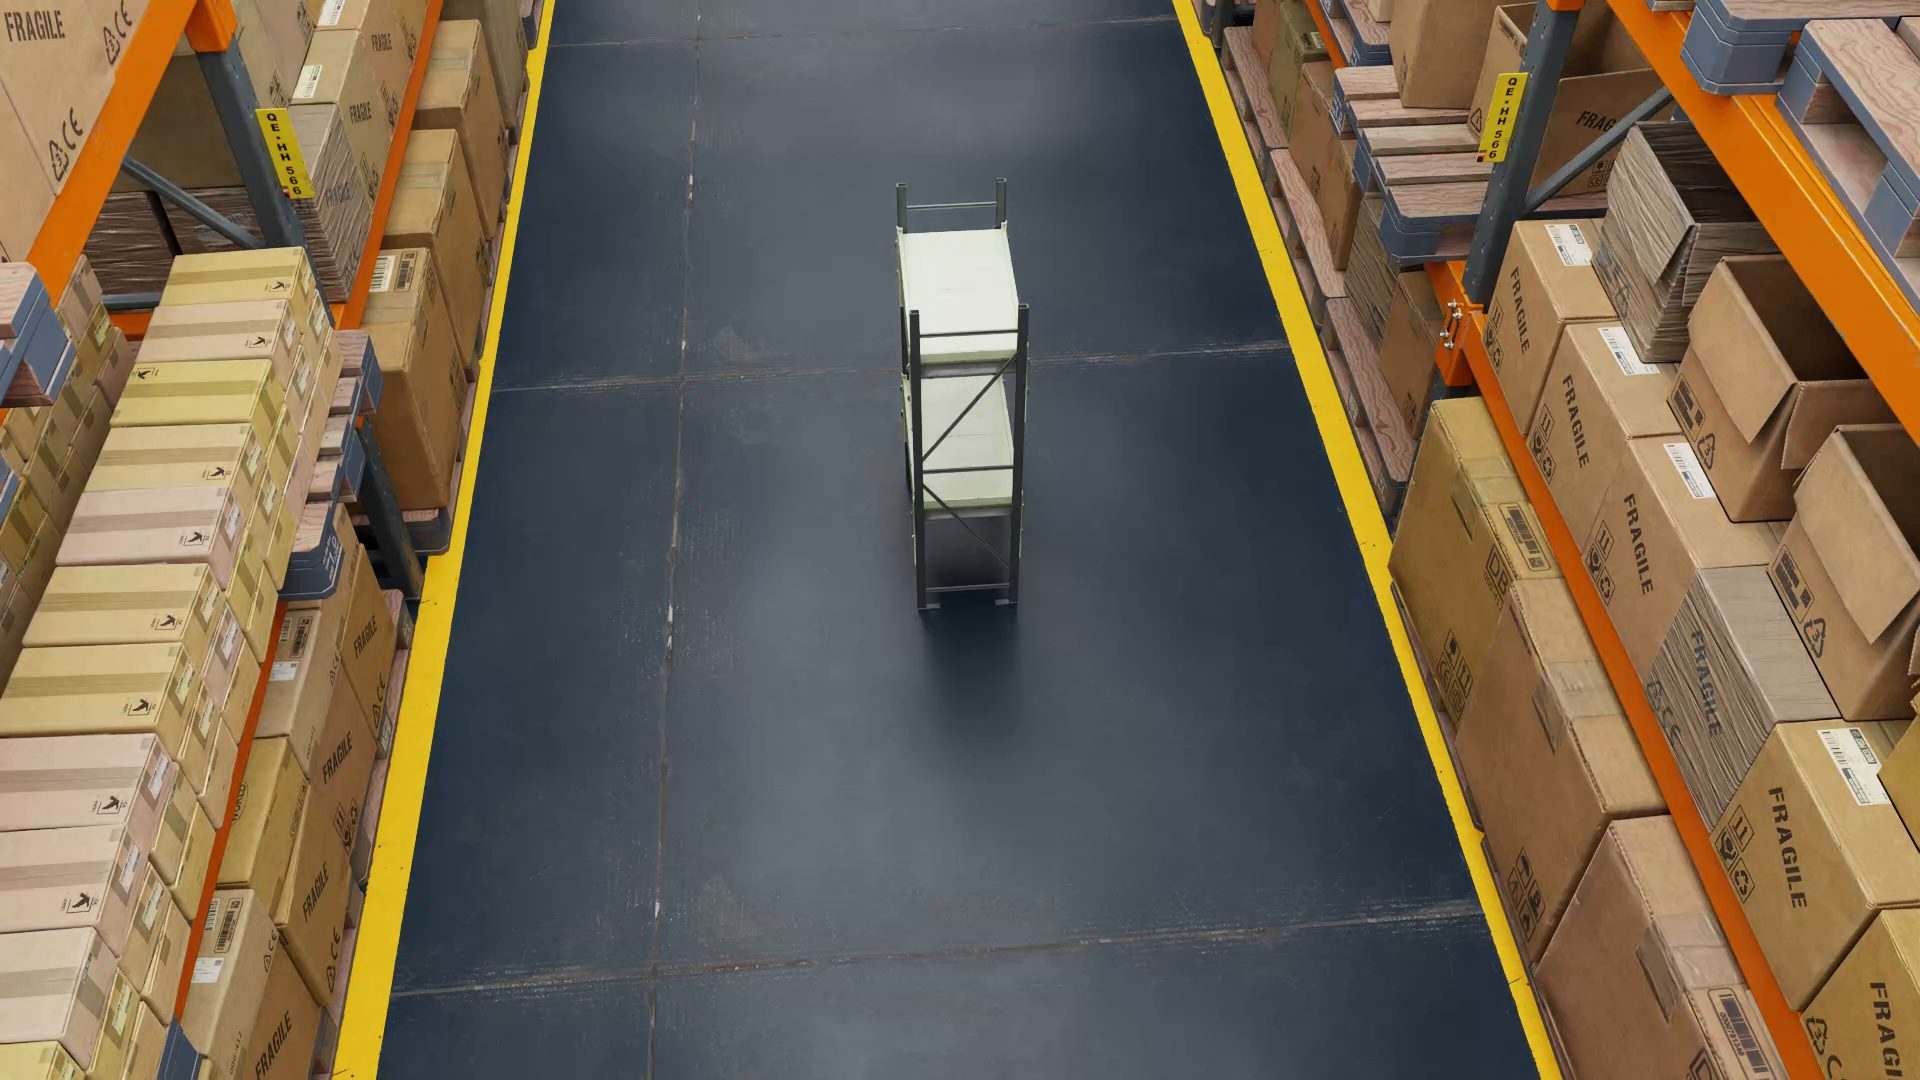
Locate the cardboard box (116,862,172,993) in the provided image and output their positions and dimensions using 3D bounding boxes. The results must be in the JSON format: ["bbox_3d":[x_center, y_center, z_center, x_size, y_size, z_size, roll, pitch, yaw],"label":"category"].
[{"bbox_3d":[-1.993,0.863,3.682,0.380,0.149,0.250,-2,47,-2],"label":"cardboard box"}]

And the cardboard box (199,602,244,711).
[{"bbox_3d":[-2.056,0.302,4.213,0.380,0.149,0.250,-2,47,-2],"label":"cardboard box"}]

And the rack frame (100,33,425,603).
[{"bbox_3d":[-2.661,-0.800,5.578,1.000,3.000,0.127,-3,47,-3],"label":"rack frame"}]

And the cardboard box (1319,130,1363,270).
[{"bbox_3d":[2.101,-1.614,7.768,0.700,0.500,0.500,0,47,0],"label":"cardboard box"}]

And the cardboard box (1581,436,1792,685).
[{"bbox_3d":[2.152,0.049,4.706,0.500,0.500,0.500,-4,47,-4],"label":"cardboard box"}]

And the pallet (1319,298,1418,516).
[{"bbox_3d":[2.226,-0.635,7.343,1.003,0.211,1.213,-3,47,-3],"label":"pallet"}]

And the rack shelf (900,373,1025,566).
[{"bbox_3d":[-0.001,-0.296,6.583,0.431,0.370,0.720,-3,47,-3],"label":"rack shelf"}]

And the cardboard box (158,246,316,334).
[{"bbox_3d":[-2.163,-0.736,4.992,0.380,0.149,0.250,-5,47,-5],"label":"cardboard box"}]

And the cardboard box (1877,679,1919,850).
[{"bbox_3d":[2.518,0.527,3.561,0.797,0.503,0.637,-3,47,-3],"label":"cardboard box"}]

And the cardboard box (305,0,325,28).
[{"bbox_3d":[-2.777,-2.241,6.185,0.700,0.500,0.500,-4,47,-4],"label":"cardboard box"}]

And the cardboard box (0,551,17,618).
[{"bbox_3d":[-2.729,0.153,4.354,0.380,0.149,0.250,-3,47,-3],"label":"cardboard box"}]

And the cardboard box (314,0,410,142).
[{"bbox_3d":[-2.516,-1.908,6.559,0.500,0.500,0.500,-4,47,-3],"label":"cardboard box"}]

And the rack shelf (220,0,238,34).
[{"bbox_3d":[-2.828,-3.031,6.121,1.077,0.370,4.000,-3,47,-3],"label":"rack shelf"}]

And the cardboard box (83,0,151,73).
[{"bbox_3d":[-2.360,-1.468,4.076,0.500,0.500,0.500,-3,47,-3],"label":"cardboard box"}]

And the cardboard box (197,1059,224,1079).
[{"bbox_3d":[-2.172,1.615,4.207,0.500,0.250,0.500,-2,47,-2],"label":"cardboard box"}]

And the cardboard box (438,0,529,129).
[{"bbox_3d":[-2.854,-2.621,8.564,1.050,0.750,0.750,-4,47,-3],"label":"cardboard box"}]

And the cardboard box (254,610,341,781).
[{"bbox_3d":[-2.289,0.501,5.262,0.500,0.250,0.500,-3,47,-3],"label":"cardboard box"}]

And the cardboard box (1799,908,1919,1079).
[{"bbox_3d":[2.279,1.151,3.662,0.500,0.500,0.500,-2,47,-2],"label":"cardboard box"}]

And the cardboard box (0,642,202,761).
[{"bbox_3d":[-2.036,0.388,3.927,0.380,0.149,0.250,-2,47,-2],"label":"cardboard box"}]

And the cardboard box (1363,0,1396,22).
[{"bbox_3d":[1.882,-2.317,6.818,0.396,0.266,0.258,-5,47,-4],"label":"cardboard box"}]

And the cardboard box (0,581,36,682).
[{"bbox_3d":[-2.730,0.255,4.463,0.380,0.149,0.250,-2,47,-2],"label":"cardboard box"}]

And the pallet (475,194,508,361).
[{"bbox_3d":[-2.751,-1.297,7.969,1.003,0.211,1.213,-3,47,-3],"label":"pallet"}]

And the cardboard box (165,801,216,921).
[{"bbox_3d":[-2.015,0.778,3.967,0.380,0.149,0.250,-4,47,-4],"label":"cardboard box"}]

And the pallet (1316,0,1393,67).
[{"bbox_3d":[2.084,-2.392,7.218,1.003,0.211,1.213,-3,47,-3],"label":"pallet"}]

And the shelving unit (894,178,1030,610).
[{"bbox_3d":[-0.001,-0.521,6.347,0.431,1.500,0.755,-3,47,-3],"label":"shelving unit"}]

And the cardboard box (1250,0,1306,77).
[{"bbox_3d":[1.985,-2.769,8.861,0.700,0.500,0.500,-7,47,-6],"label":"cardboard box"}]

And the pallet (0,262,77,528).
[{"bbox_3d":[-2.361,-0.076,2.956,1.213,0.211,1.003,-3,47,-3],"label":"pallet"}]

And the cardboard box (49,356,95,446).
[{"bbox_3d":[-2.796,-0.402,4.881,0.380,0.149,0.250,-1,47,-1],"label":"cardboard box"}]

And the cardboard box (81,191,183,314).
[{"bbox_3d":[-2.966,-1.144,5.835,0.500,0.500,0.500,-3,47,-3],"label":"cardboard box"}]

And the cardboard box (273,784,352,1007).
[{"bbox_3d":[-2.245,1.133,5.180,0.500,0.500,0.500,-5,47,-5],"label":"cardboard box"}]

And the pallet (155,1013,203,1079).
[{"bbox_3d":[-2.245,1.598,3.439,1.003,0.211,1.213,-3,47,-3],"label":"pallet"}]

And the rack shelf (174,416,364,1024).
[{"bbox_3d":[-2.493,0.894,4.469,1.077,0.370,4.000,-3,47,-3],"label":"rack shelf"}]

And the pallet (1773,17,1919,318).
[{"bbox_3d":[2.494,-0.724,3.570,1.003,0.211,1.213,-2,47,-1],"label":"pallet"}]

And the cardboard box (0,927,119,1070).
[{"bbox_3d":[-1.967,0.950,3.394,0.380,0.149,0.250,-4,47,-4],"label":"cardboard box"}]

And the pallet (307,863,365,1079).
[{"bbox_3d":[-2.498,1.605,5.221,1.003,0.211,1.213,-3,47,-3],"label":"pallet"}]

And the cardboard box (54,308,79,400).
[{"bbox_3d":[-2.790,-0.522,4.789,0.380,0.149,0.250,-5,47,-4],"label":"cardboard box"}]

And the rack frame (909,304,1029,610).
[{"bbox_3d":[0.030,-0.256,6.096,0.400,1.500,0.023,-3,47,-3],"label":"rack frame"}]

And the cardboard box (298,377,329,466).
[{"bbox_3d":[-2.142,-0.350,5.035,0.380,0.149,0.250,-4,47,-3],"label":"cardboard box"}]

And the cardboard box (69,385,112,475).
[{"bbox_3d":[-2.802,-0.328,5.015,0.380,0.149,0.250,-1,47,-1],"label":"cardboard box"}]

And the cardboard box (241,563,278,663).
[{"bbox_3d":[-2.079,0.212,4.504,0.380,0.149,0.250,-5,47,-5],"label":"cardboard box"}]

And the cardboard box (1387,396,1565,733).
[{"bbox_3d":[2.327,0.058,5.940,1.225,0.875,0.875,-5,47,-5],"label":"cardboard box"}]

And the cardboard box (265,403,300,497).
[{"bbox_3d":[-2.117,-0.248,4.734,0.380,0.149,0.250,-2,47,-2],"label":"cardboard box"}]

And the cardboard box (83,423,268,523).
[{"bbox_3d":[-2.096,-0.172,4.457,0.380,0.149,0.250,-2,47,-2],"label":"cardboard box"}]

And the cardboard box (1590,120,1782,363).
[{"bbox_3d":[2.335,-0.878,4.892,0.797,0.503,0.637,-2,47,-2],"label":"cardboard box"}]

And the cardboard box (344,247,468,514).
[{"bbox_3d":[-2.622,-0.617,6.665,1.050,0.750,0.750,-4,47,-4],"label":"cardboard box"}]
